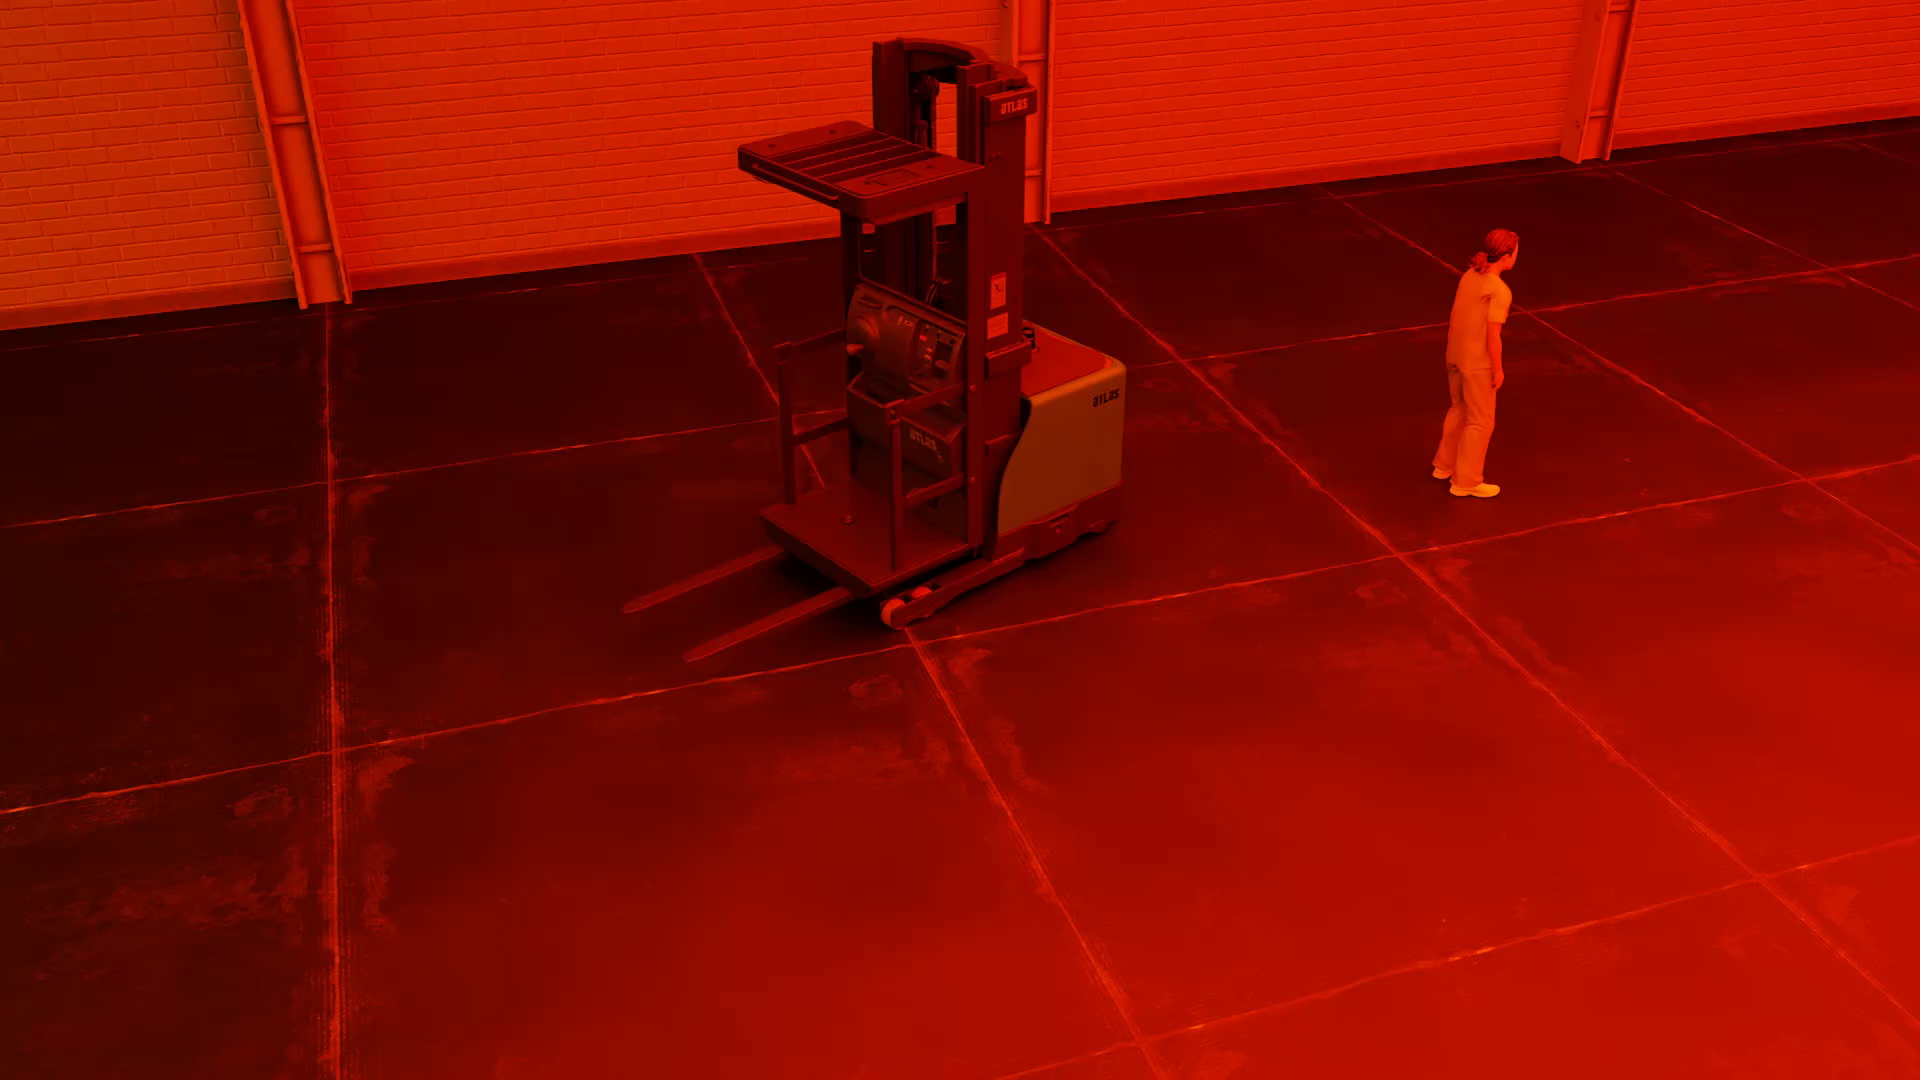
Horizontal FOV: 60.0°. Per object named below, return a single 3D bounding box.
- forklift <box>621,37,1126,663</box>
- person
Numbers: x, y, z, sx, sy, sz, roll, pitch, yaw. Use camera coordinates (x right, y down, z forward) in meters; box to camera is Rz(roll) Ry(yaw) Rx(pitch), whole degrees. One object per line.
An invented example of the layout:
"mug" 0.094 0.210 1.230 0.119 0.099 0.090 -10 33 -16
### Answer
"forklift" -0.461 -1.072 8.951 3.031 2.935 1.130 -23 37 -34
"person" 3.194 -1.099 10.261 0.365 1.671 0.508 -8 31 -13
